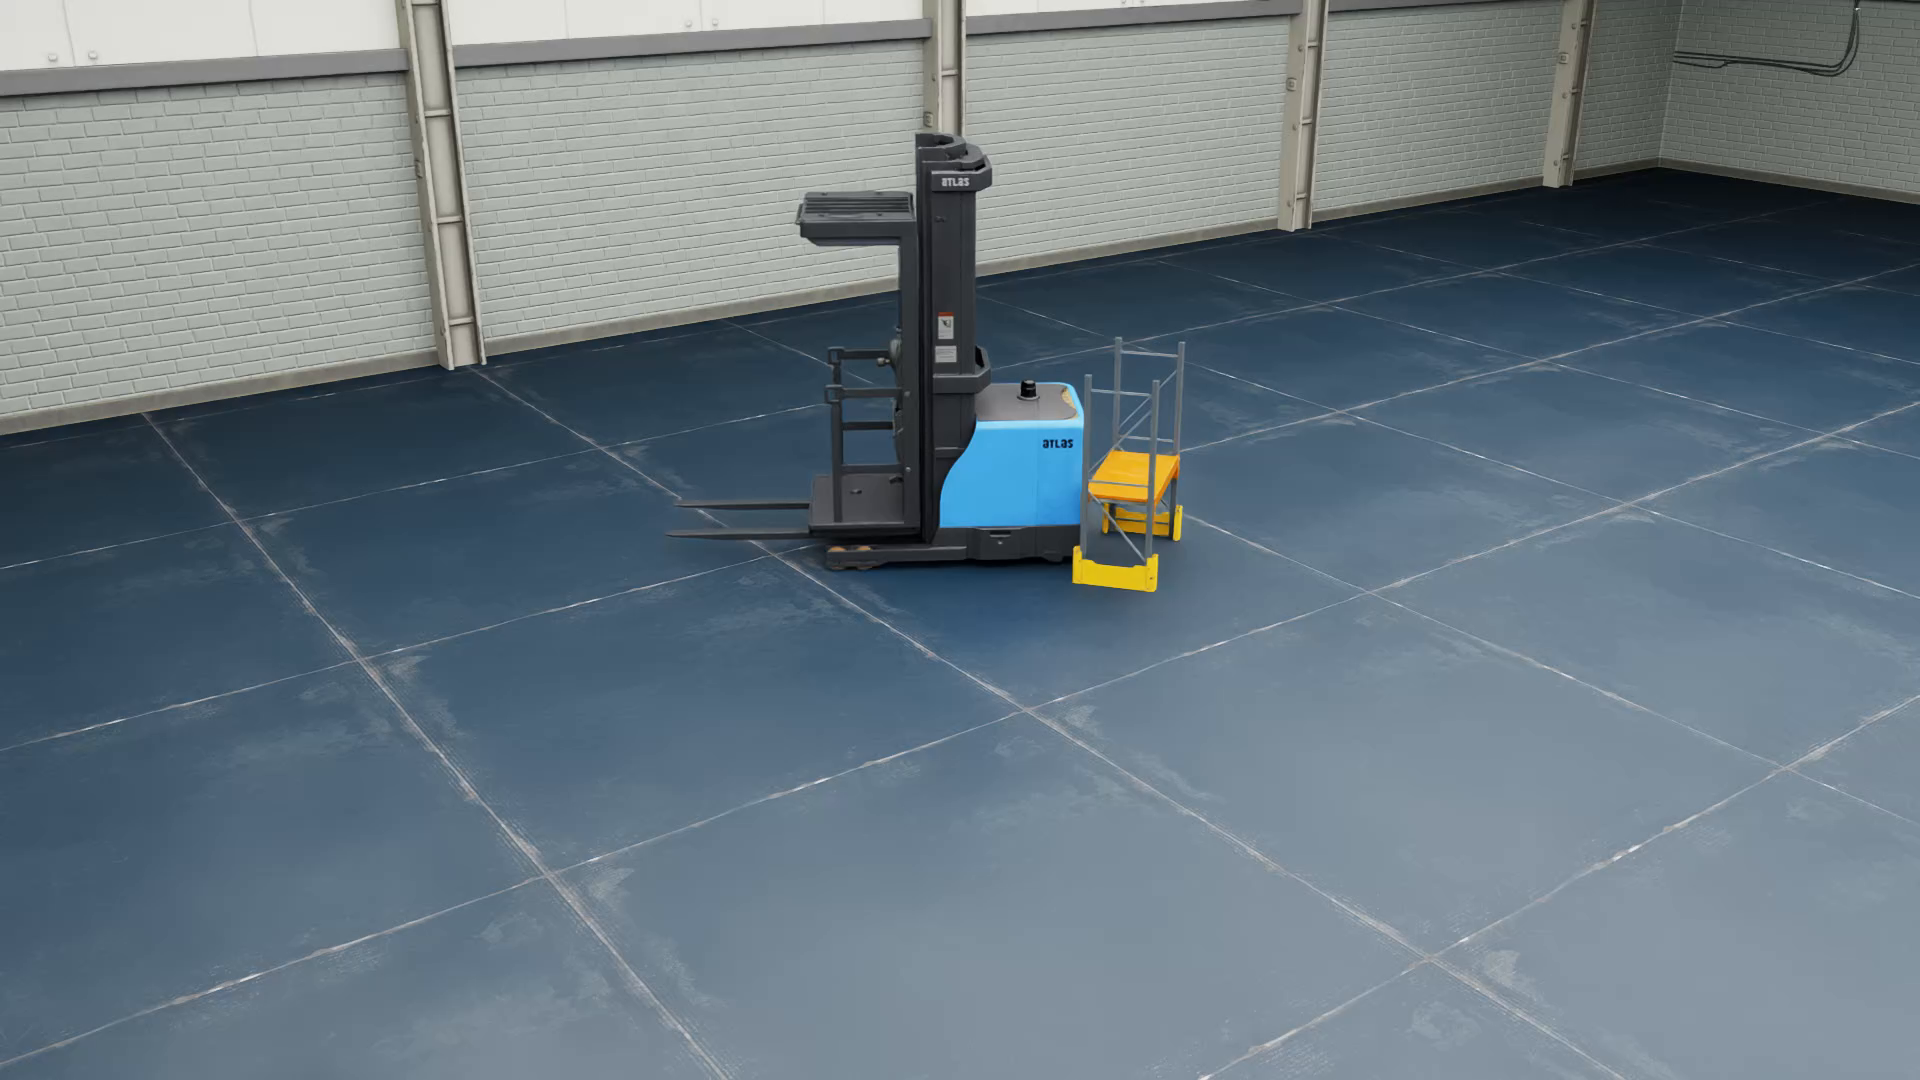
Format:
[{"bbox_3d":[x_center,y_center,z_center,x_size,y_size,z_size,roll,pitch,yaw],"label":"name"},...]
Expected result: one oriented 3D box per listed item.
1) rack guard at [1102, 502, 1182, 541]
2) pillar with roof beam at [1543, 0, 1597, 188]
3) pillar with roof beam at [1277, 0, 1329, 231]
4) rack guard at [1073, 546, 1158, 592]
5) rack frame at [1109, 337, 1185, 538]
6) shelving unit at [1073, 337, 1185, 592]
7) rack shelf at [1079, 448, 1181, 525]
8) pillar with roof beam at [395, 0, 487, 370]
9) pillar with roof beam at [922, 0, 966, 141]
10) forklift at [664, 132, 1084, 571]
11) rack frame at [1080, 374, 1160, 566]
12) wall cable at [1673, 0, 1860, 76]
[{"bbox_3d":[1.361,-0.154,12.444,0.587,0.250,0.087,6,23,15],"label":"rack guard"},{"bbox_3d":[12.075,-8.571,21.733,0.400,9.000,9.100,-15,26,-33],"label":"pillar with roof beam"},{"bbox_3d":[7.205,-7.272,18.478,0.400,9.000,9.100,-15,26,-33],"label":"pillar with roof beam"},{"bbox_3d":[1.078,0.200,11.558,0.587,0.250,0.087,6,23,15],"label":"rack guard"},{"bbox_3d":[1.367,-0.741,12.230,0.500,1.500,0.032,6,23,15],"label":"rack frame"},{"bbox_3d":[1.220,-0.557,11.769,0.587,1.500,1.083,6,23,15],"label":"shelving unit"},{"bbox_3d":[1.222,-0.394,11.844,0.538,0.185,1.000,6,23,15],"label":"rack shelf"},{"bbox_3d":[-2.536,-4.675,11.969,0.400,9.000,9.100,-15,26,-33],"label":"pillar with roof beam"},{"bbox_3d":[2.334,-5.973,15.224,0.400,9.000,9.100,-15,26,-33],"label":"pillar with roof beam"},{"bbox_3d":[-0.623,-1.344,11.811,3.031,2.935,1.130,-1,22,-3],"label":"forklift"},{"bbox_3d":[1.077,-0.380,11.325,0.500,1.500,0.032,6,23,15],"label":"rack frame"},{"bbox_3d":[12.725,-8.663,26.155,0.112,2.526,3.097,-15,26,-33],"label":"wall cable"}]
